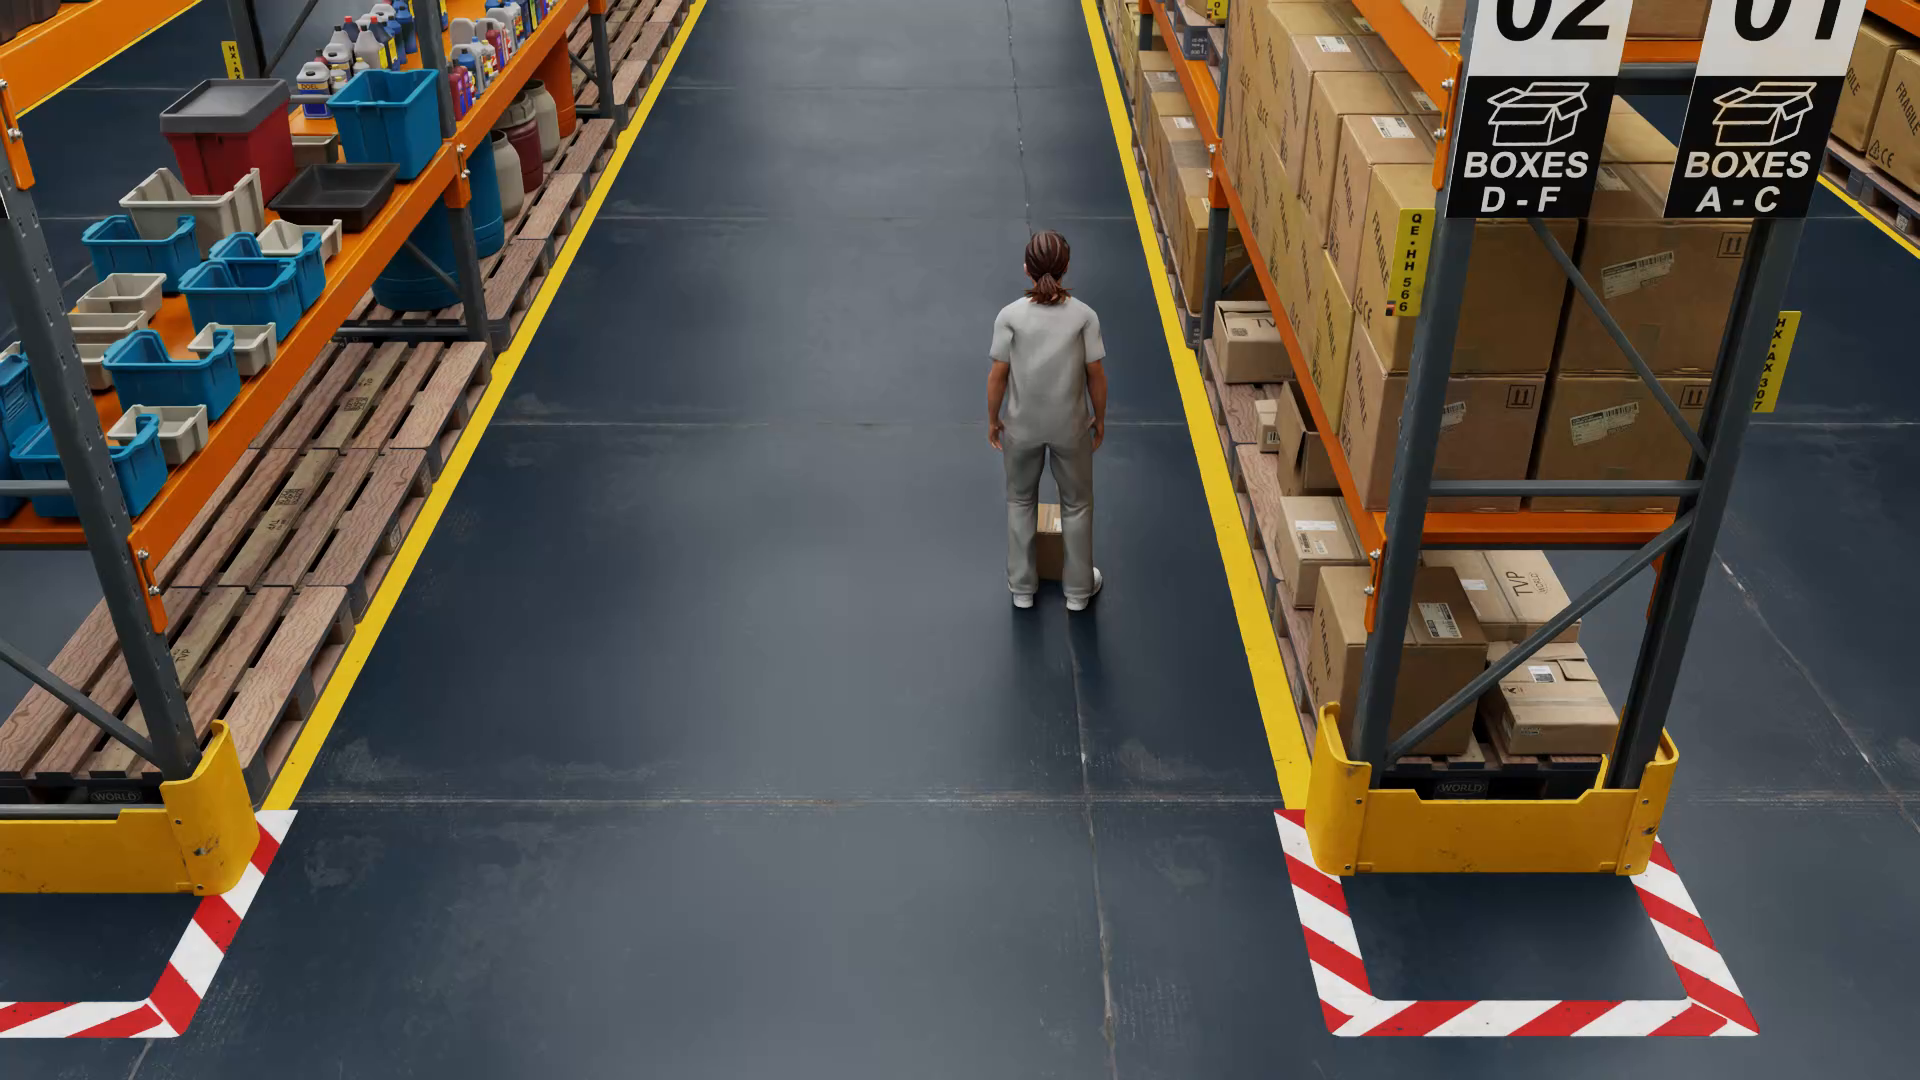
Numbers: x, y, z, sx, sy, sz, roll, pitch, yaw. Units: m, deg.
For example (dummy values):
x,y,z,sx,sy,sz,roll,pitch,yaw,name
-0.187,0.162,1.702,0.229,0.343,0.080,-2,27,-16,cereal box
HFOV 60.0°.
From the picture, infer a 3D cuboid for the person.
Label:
x,y,z,sx,sy,sz,roll,pitch,yaw,name
0.368,-0.473,6.904,0.514,1.671,0.350,2,32,3,person
